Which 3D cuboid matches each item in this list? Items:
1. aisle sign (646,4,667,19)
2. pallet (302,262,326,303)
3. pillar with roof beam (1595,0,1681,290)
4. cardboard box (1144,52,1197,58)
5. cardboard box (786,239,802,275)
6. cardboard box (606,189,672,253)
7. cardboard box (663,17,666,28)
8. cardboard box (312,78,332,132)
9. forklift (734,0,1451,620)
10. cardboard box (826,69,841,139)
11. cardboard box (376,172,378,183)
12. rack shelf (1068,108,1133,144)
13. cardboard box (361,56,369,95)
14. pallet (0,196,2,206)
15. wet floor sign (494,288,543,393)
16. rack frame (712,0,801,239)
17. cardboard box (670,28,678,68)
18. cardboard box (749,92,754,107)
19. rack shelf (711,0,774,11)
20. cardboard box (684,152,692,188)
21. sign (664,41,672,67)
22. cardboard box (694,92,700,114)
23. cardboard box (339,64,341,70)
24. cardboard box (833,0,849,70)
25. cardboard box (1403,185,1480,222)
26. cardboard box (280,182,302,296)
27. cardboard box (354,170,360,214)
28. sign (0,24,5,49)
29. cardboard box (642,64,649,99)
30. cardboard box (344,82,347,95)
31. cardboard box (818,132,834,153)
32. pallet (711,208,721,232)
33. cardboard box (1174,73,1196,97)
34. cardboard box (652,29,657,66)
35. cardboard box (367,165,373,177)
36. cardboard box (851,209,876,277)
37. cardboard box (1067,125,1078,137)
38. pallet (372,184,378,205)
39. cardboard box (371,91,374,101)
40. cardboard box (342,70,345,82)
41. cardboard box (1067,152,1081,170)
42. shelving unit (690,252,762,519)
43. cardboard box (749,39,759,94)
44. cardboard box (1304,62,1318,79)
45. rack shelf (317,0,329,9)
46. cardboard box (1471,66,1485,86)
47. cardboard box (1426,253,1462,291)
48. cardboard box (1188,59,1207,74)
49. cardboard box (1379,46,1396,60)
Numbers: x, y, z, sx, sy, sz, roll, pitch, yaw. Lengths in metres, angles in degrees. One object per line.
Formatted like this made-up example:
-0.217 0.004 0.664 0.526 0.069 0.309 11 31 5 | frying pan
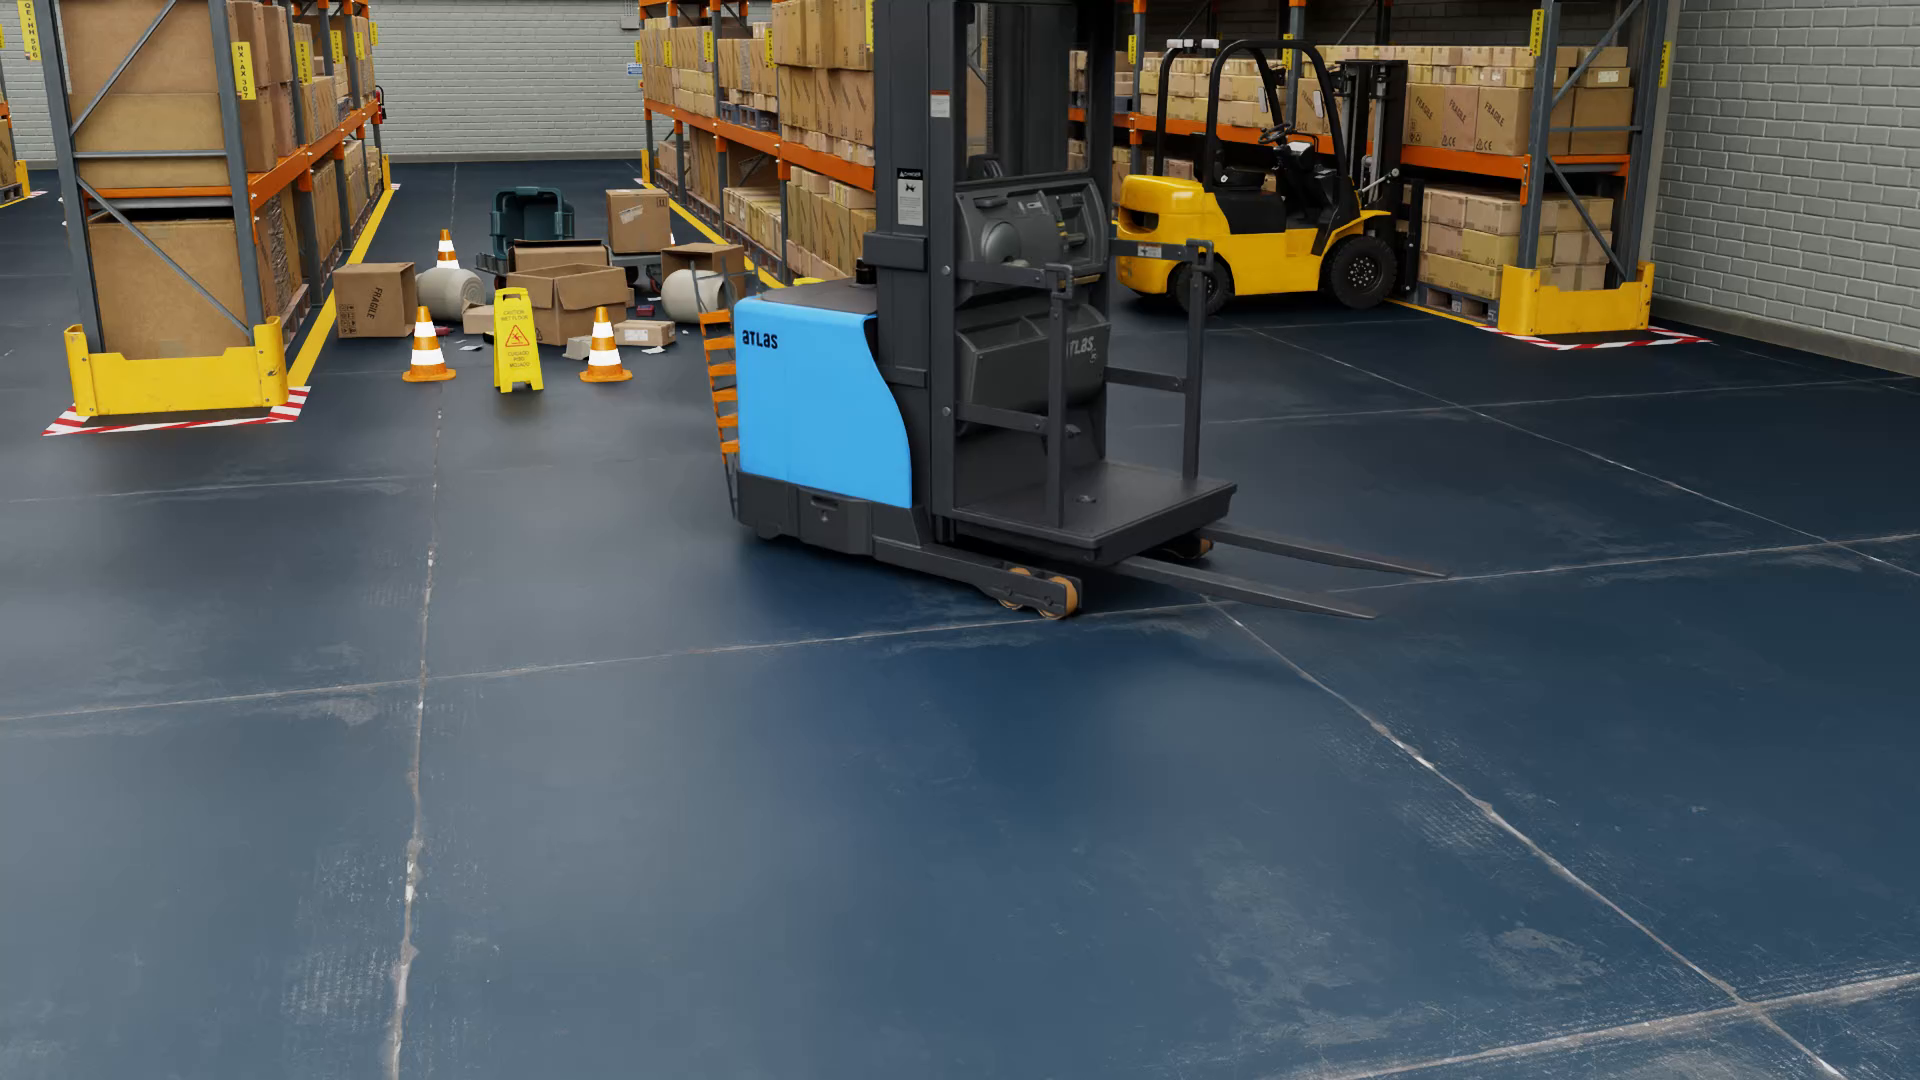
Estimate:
-4.720 -8.356 25.535 0.394 0.787 0.004 -5 17 -15 | aisle sign
-6.140 -2.247 14.565 1.003 0.211 1.213 -5 17 -15 | pallet
1.283 -5.878 11.378 9.100 9.000 0.400 -5 17 -15 | pillar with roof beam
2.558 -5.698 20.303 0.500 0.500 0.500 -4 17 -13 | cardboard box
-1.221 -2.494 14.590 0.500 0.250 0.500 -6 18 -18 | cardboard box
-2.827 -2.811 14.624 0.500 0.500 0.500 -5 17 -15 | cardboard box
-3.930 -7.191 23.137 0.380 0.149 0.250 -5 17 -16 | cardboard box
-6.299 -4.149 15.878 0.500 0.500 0.500 -5 17 -16 | cardboard box
0.466 -1.266 6.571 3.031 2.935 1.130 13 21 37 | forklift
-0.706 -3.284 12.480 0.500 0.500 0.500 -5 17 -16 | cardboard box
-8.439 -5.125 23.525 0.380 0.149 0.250 -6 18 -18 | cardboard box
1.999 -5.503 21.808 1.077 0.370 4.000 -5 17 -15 | rack shelf
-8.194 -6.214 22.232 0.500 0.500 0.500 -5 17 -16 | cardboard box
-13.323 -4.443 21.875 1.003 0.211 1.213 -5 17 -15 | pallet
-2.844 -1.289 10.623 0.267 0.644 0.232 -8 18 -25 | wet floor sign
-2.223 -4.901 18.553 1.000 3.000 0.127 -5 17 -15 | rack frame
-3.477 -6.389 21.597 0.500 0.500 0.500 -4 17 -15 | cardboard box
-1.915 -4.426 16.679 0.380 0.149 0.250 -4 17 -14 | cardboard box
-1.673 -5.439 16.383 1.077 0.370 4.000 -5 17 -15 | rack shelf
-3.391 -5.163 23.151 0.875 0.438 0.875 -5 17 -16 | cardboard box
-3.855 -6.415 21.953 0.100 0.325 0.005 -5 17 -15 | sign
-2.890 -5.229 19.906 0.500 0.250 0.500 -5 17 -16 | cardboard box
-7.539 -5.639 19.685 0.380 0.149 0.250 -5 17 -15 | cardboard box
-0.506 -3.622 11.866 0.700 0.500 0.500 -5 17 -15 | cardboard box
4.027 -2.827 13.960 0.500 0.250 0.500 -4 17 -15 | cardboard box
-5.749 -2.379 13.121 0.875 0.875 0.875 -4 17 -14 | cardboard box
-7.191 -3.982 19.108 0.500 0.500 0.500 -5 17 -17 | cardboard box
-13.424 -7.037 23.241 0.100 0.325 0.005 -5 17 -15 | sign
-4.565 -7.006 25.388 0.500 0.500 0.500 -5 17 -16 | cardboard box
-7.682 -5.503 20.263 0.380 0.149 0.250 -5 17 -15 | cardboard box
-0.907 -3.139 13.126 0.380 0.149 0.250 -5 17 -15 | cardboard box
-2.367 -3.789 19.700 1.003 0.211 1.213 -5 17 -15 | pallet
2.699 -5.035 18.391 0.500 0.250 0.500 -5 17 -17 | cardboard box
-4.128 -7.063 23.839 0.500 0.500 0.500 -5 17 -15 | cardboard box
-8.236 -5.047 22.747 0.380 0.149 0.250 -5 17 -16 | cardboard box
-0.495 -2.132 12.082 0.500 0.500 0.500 -5 17 -15 | cardboard box
1.410 -5.669 23.082 0.380 0.149 0.250 -6 18 -18 | cardboard box
-8.611 -4.773 22.976 1.003 0.211 1.213 -5 17 -15 | pallet
-8.792 -6.506 24.334 0.380 0.149 0.250 -5 17 -15 | cardboard box
-7.615 -5.575 19.987 0.380 0.149 0.250 -4 17 -13 | cardboard box
1.655 -4.968 22.392 0.500 0.500 0.500 -5 17 -17 | cardboard box
-0.999 -0.708 7.694 0.189 1.200 0.258 0 14 33 | shelving unit
-1.745 -4.576 16.050 0.500 0.500 0.500 -4 17 -13 | cardboard box
3.483 -4.437 15.709 0.380 0.149 0.250 -5 17 -16 | cardboard box
-6.405 -5.020 14.987 1.077 0.370 4.000 -5 17 -15 | rack shelf
4.272 -3.659 13.116 0.380 0.149 0.250 -4 17 -14 | cardboard box
4.187 -2.209 13.641 0.500 0.250 0.500 -5 17 -15 | cardboard box
2.718 -5.185 18.198 0.380 0.149 0.250 -4 17 -14 | cardboard box
3.881 -4.227 14.492 0.380 0.149 0.250 -5 17 -15 | cardboard box
